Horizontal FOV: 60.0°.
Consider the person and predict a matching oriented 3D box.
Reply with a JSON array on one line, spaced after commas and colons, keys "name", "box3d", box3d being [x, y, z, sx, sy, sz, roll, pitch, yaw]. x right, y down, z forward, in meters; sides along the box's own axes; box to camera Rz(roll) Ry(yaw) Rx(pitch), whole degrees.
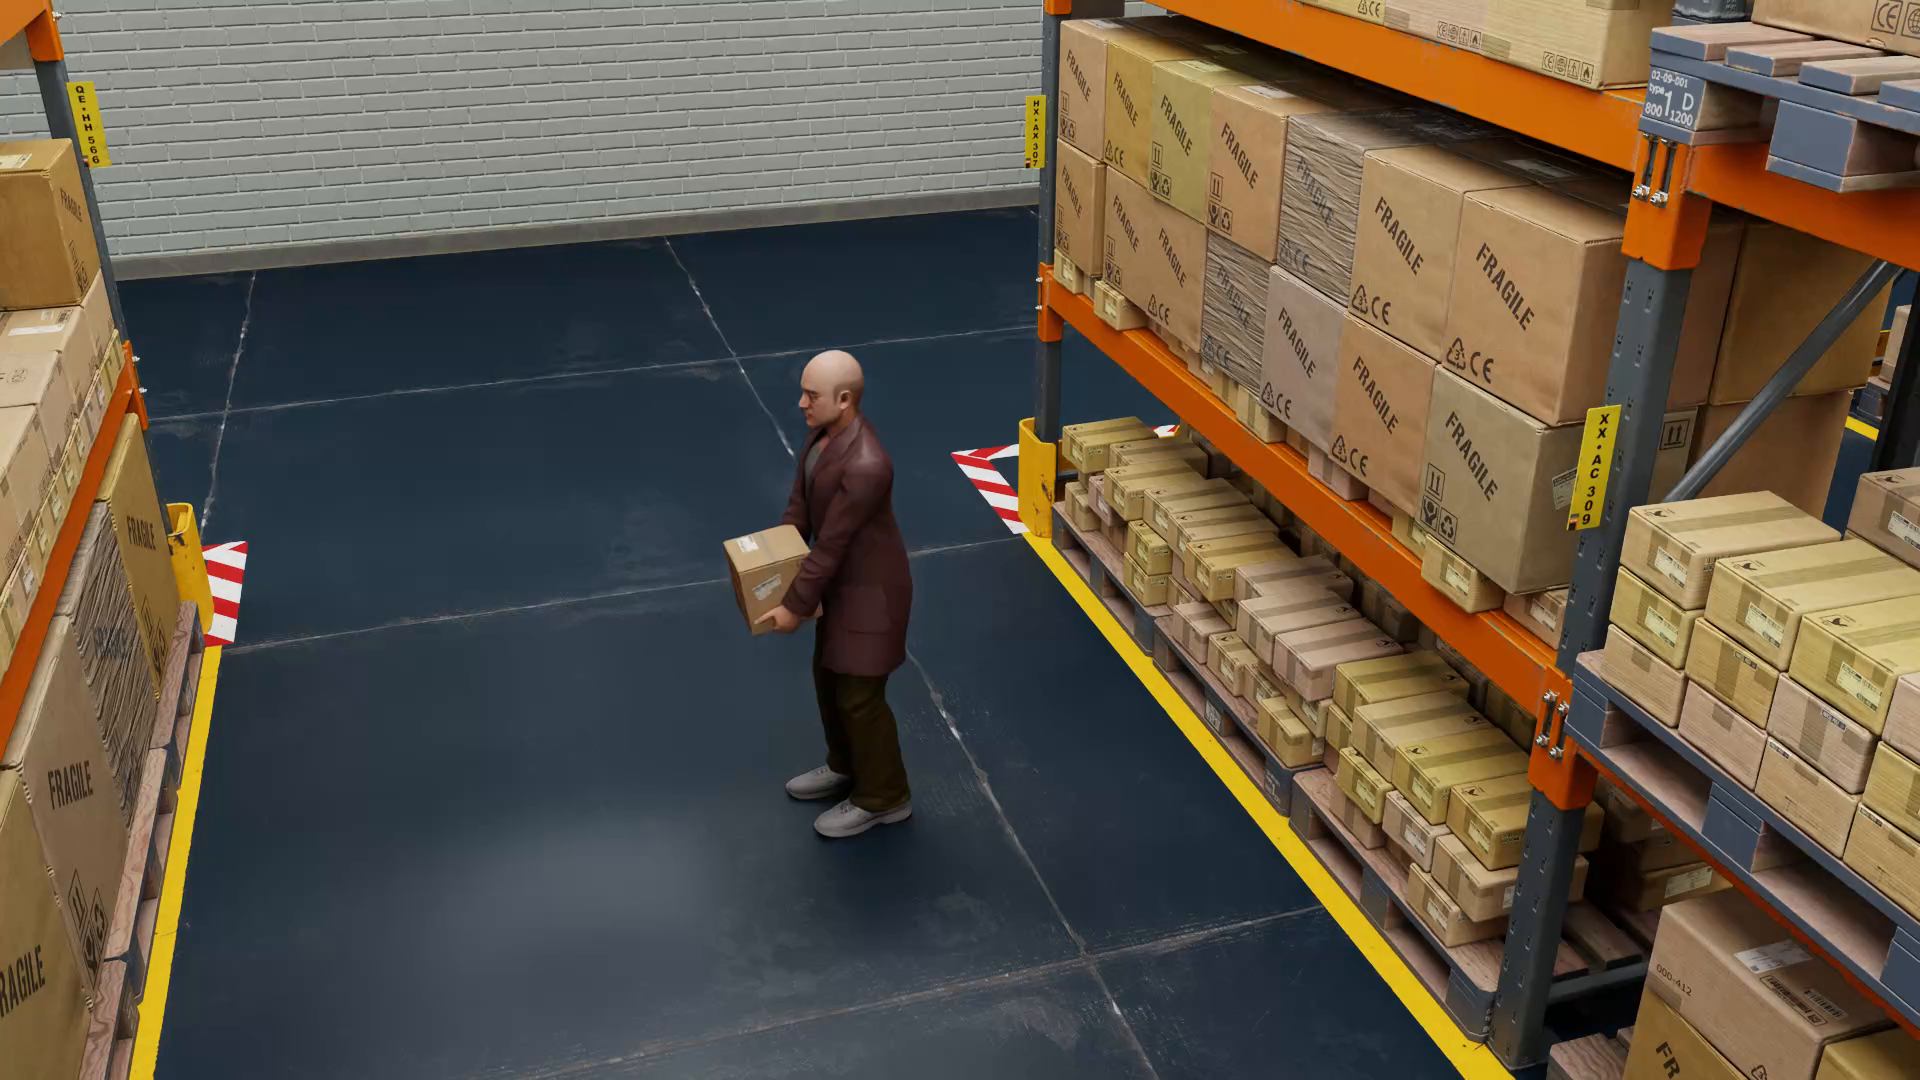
[{"name": "person", "box3d": [-0.455, 0.193, 5.744, 0.575, 1.776, 0.525, -9, 27, -17]}]
